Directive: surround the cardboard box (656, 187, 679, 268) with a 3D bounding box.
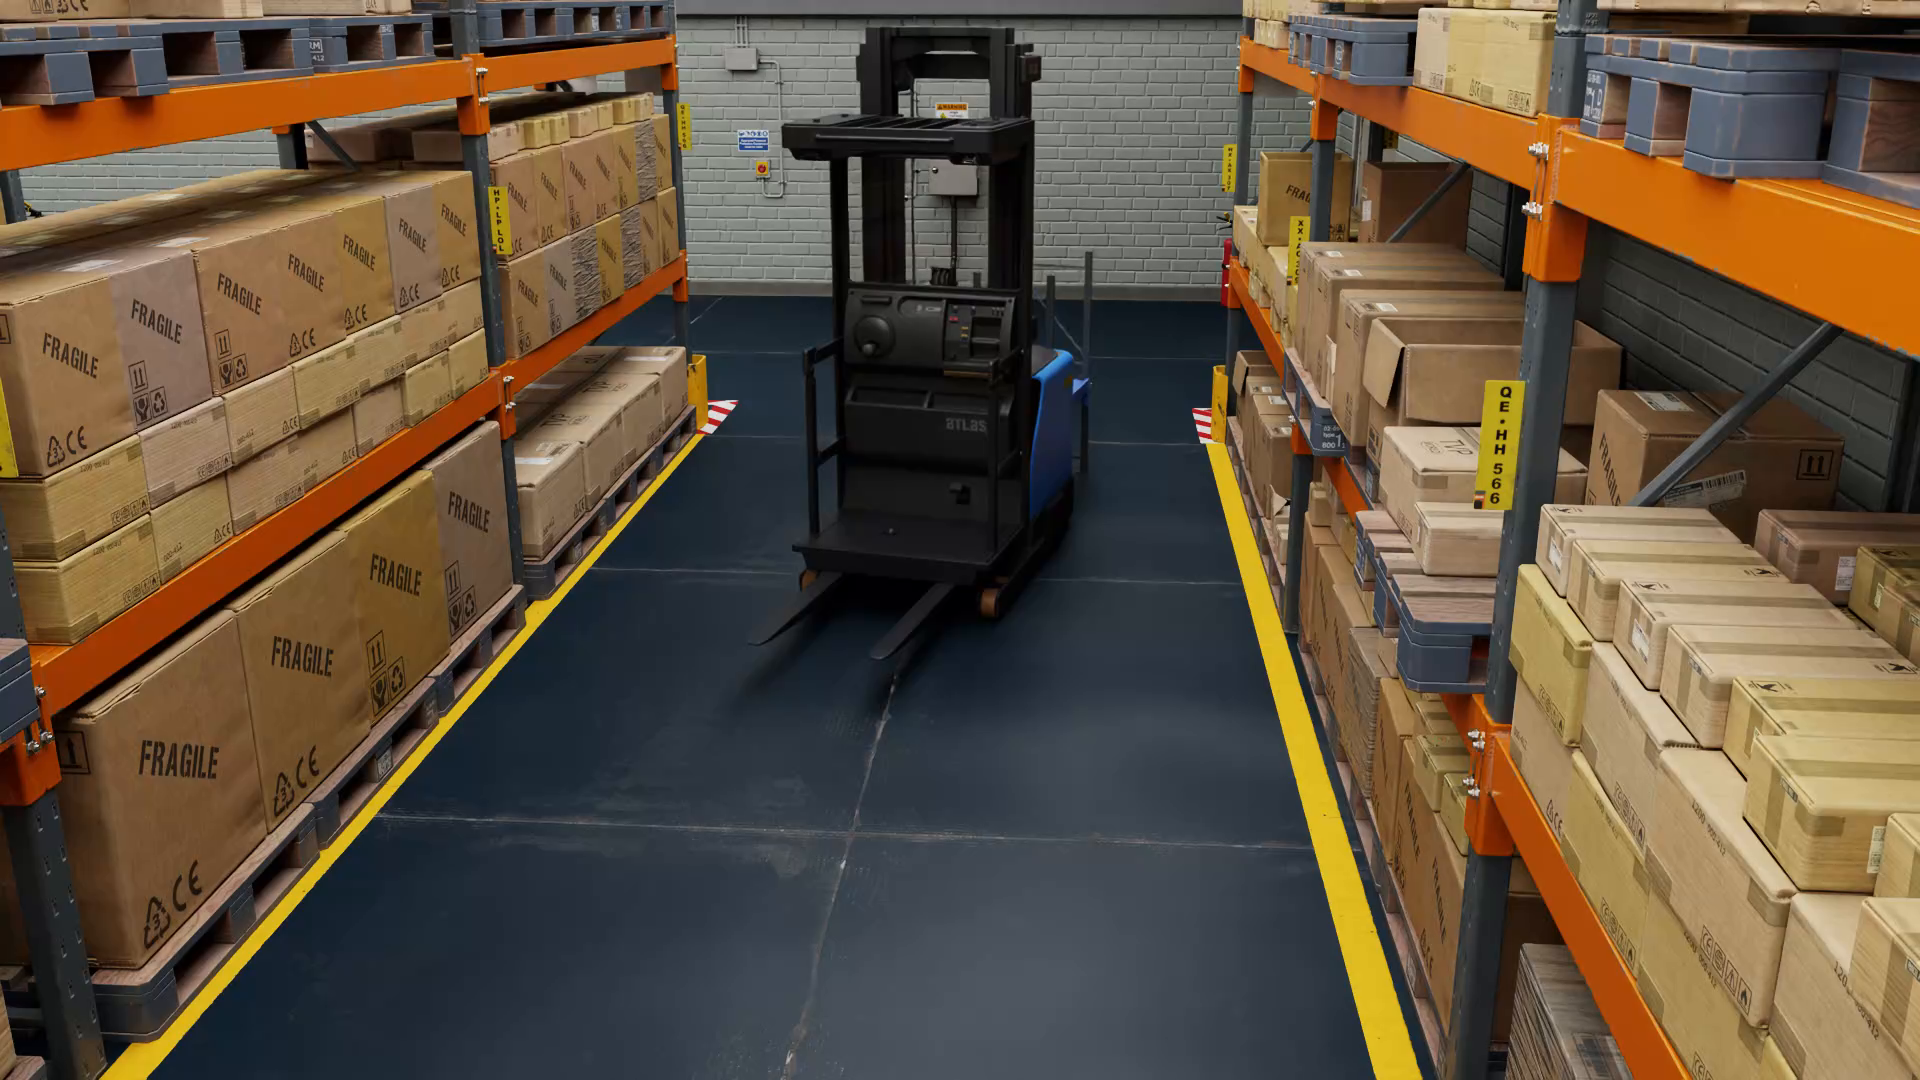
[{"bbox_3d":[-2.282,-2.194,11.642,0.500,0.500,0.500,1,18,4],"label":"cardboard box"}]

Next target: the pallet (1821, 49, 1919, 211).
[{"bbox_3d":[1.830,-0.484,2.069,1.003,0.211,1.213,2,18,6],"label":"pallet"}]

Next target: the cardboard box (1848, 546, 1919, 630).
[{"bbox_3d":[2.138,0.125,3.521,0.380,0.149,0.250,2,18,5],"label":"cardboard box"}]

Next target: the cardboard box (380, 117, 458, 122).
[{"bbox_3d":[-2.938,-2.230,9.103,0.380,0.149,0.250,1,18,3],"label":"cardboard box"}]

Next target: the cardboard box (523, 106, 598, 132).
[{"bbox_3d":[-2.411,-2.539,10.046,0.380,0.149,0.250,2,18,6],"label":"cardboard box"}]

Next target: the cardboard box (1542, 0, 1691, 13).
[{"bbox_3d":[1.652,-1.368,4.063,0.380,0.149,0.250,2,18,5],"label":"cardboard box"}]

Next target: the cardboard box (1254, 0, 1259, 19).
[{"bbox_3d":[2.120,-3.398,10.423,0.500,0.250,0.500,2,18,5],"label":"cardboard box"}]

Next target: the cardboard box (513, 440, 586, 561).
[{"bbox_3d":[-2.646,-0.235,9.263,0.875,0.438,0.875,1,18,3],"label":"cardboard box"}]

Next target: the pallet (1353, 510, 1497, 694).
[{"bbox_3d":[1.845,0.171,4.893,1.213,0.211,1.003,1,18,4],"label":"pallet"}]

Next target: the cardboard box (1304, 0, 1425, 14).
[{"bbox_3d":[1.938,-2.602,7.992,0.500,0.250,0.500,1,18,4],"label":"cardboard box"}]

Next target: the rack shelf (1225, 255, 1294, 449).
[{"bbox_3d":[2.297,-1.230,10.015,1.077,0.370,4.000,1,18,4],"label":"rack shelf"}]

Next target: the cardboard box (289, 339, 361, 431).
[{"bbox_3d":[-2.666,-0.608,6.401,0.500,0.250,0.500,2,18,5],"label":"cardboard box"}]

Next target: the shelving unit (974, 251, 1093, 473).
[{"bbox_3d":[0.475,-1.041,10.692,0.538,1.500,1.048,5,19,16],"label":"shelving unit"}]

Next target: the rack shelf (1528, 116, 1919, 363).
[{"bbox_3d":[1.723,-0.171,1.965,1.077,0.370,4.000,1,18,4],"label":"rack shelf"}]

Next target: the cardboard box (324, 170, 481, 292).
[{"bbox_3d":[-2.580,-1.439,7.730,0.500,0.500,0.500,2,18,6],"label":"cardboard box"}]

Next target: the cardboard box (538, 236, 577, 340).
[{"bbox_3d":[-2.463,-1.404,9.230,0.500,0.500,0.500,1,18,4],"label":"cardboard box"}]

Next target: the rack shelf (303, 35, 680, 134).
[{"bbox_3d":[-2.655,-2.765,9.882,1.077,0.370,4.000,1,18,4],"label":"rack shelf"}]

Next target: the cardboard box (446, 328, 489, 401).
[{"bbox_3d":[-2.579,-0.844,7.923,0.500,0.250,0.500,1,18,3],"label":"cardboard box"}]

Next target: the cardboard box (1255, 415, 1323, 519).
[{"bbox_3d":[2.127,-0.430,9.758,0.700,0.500,0.500,1,18,2],"label":"cardboard box"}]

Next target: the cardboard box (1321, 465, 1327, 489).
[{"bbox_3d":[1.923,-0.305,7.858,0.380,0.149,0.250,1,18,3],"label":"cardboard box"}]

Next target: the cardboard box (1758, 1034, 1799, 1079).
[{"bbox_3d":[1.481,0.973,2.379,0.500,0.250,0.500,2,18,6],"label":"cardboard box"}]

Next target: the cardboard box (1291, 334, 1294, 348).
[{"bbox_3d":[1.921,-1.017,8.614,0.380,0.149,0.250,2,18,5],"label":"cardboard box"}]

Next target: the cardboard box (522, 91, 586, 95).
[{"bbox_3d":[-2.813,-3.029,11.543,0.380,0.149,0.250,2,18,5],"label":"cardboard box"}]

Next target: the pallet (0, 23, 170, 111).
[{"bbox_3d":[-3.091,-1.355,4.727,1.213,0.211,1.003,2,18,6],"label":"pallet"}]

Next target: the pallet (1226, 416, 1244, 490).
[{"bbox_3d":[2.378,-0.597,11.405,1.003,0.211,1.213,1,18,4],"label":"pallet"}]

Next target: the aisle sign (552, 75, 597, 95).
[{"bbox_3d":[-2.795,-3.567,11.816,0.394,0.787,0.004,1,18,4],"label":"aisle sign"}]

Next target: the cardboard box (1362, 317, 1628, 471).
[{"bbox_3d":[1.799,-0.468,5.694,0.797,0.503,0.637,1,18,3],"label":"cardboard box"}]

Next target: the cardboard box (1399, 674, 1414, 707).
[{"bbox_3d":[1.782,0.488,5.915,0.380,0.149,0.250,1,18,3],"label":"cardboard box"}]

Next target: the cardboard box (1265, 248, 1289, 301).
[{"bbox_3d":[2.016,-1.495,9.431,0.500,0.250,0.500,1,18,4],"label":"cardboard box"}]

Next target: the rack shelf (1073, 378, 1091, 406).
[{"bbox_3d":[0.475,-0.870,10.748,0.538,0.185,1.000,5,19,16],"label":"rack shelf"}]

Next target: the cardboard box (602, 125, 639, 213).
[{"bbox_3d":[-2.355,-2.354,10.523,0.500,0.500,0.500,1,18,4],"label":"cardboard box"}]

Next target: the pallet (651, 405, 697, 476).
[{"bbox_3d":[-2.491,-0.727,11.804,1.003,0.211,1.213,1,18,4],"label":"pallet"}]

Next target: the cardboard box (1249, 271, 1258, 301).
[{"bbox_3d":[2.001,-1.579,10.327,0.380,0.149,0.250,1,18,2],"label":"cardboard box"}]

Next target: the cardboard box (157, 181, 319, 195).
[{"bbox_3d":[-3.125,-1.294,7.289,0.500,0.500,0.500,1,18,4],"label":"cardboard box"}]

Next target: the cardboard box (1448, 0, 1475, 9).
[{"bbox_3d":[1.770,-1.767,5.280,0.380,0.149,0.250,2,18,6],"label":"cardboard box"}]

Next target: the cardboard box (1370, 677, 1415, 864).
[{"bbox_3d":[1.764,0.826,5.925,0.500,0.500,0.500,2,18,6],"label":"cardboard box"}]

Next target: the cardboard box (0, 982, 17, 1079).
[{"bbox_3d":[-3.135,1.406,4.359,0.950,0.372,0.625,0,18,0],"label":"cardboard box"}]

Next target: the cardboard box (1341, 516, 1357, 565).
[{"bbox_3d":[1.912,0.003,7.396,0.380,0.149,0.250,0,18,1],"label":"cardboard box"}]

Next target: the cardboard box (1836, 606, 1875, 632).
[{"bbox_3d":[2.111,0.271,3.717,0.500,0.250,0.500,2,18,5],"label":"cardboard box"}]

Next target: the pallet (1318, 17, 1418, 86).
[{"bbox_3d":[1.965,-1.764,5.973,1.213,0.211,1.003,1,18,4],"label":"pallet"}]

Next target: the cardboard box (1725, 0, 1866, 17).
[{"bbox_3d":[1.635,-1.050,2.497,0.700,0.500,0.500,1,18,3],"label":"cardboard box"}]

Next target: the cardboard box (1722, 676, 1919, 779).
[{"bbox_3d":[1.545,0.352,2.830,0.380,0.149,0.250,1,18,5],"label":"cardboard box"}]

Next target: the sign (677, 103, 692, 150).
[{"bbox_3d":[-1.971,-2.949,11.866,0.100,0.325,0.005,1,18,4],"label":"sign"}]

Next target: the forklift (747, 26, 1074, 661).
[{"bbox_3d":[-0.227,-1.120,8.633,1.130,2.935,3.031,5,19,16],"label":"forklift"}]

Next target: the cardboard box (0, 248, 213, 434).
[{"bbox_3d":[-2.780,-0.643,5.301,0.500,0.500,0.500,1,18,4],"label":"cardboard box"}]

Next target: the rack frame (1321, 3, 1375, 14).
[{"bbox_3d":[2.153,-3.802,7.073,1.000,3.000,0.127,1,18,4],"label":"rack frame"}]

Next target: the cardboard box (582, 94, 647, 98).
[{"bbox_3d":[-2.331,-2.938,11.265,0.380,0.149,0.250,2,18,5],"label":"cardboard box"}]

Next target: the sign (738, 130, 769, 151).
[{"bbox_3d":[-2.174,-4.203,17.499,0.327,0.218,0.001,1,18,4],"label":"sign"}]

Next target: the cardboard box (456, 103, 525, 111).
[{"bbox_3d":[-2.921,-2.627,10.315,0.380,0.149,0.250,1,18,4],"label":"cardboard box"}]

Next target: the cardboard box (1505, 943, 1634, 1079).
[{"bbox_3d":[1.808,1.414,3.930,0.875,0.625,0.625,2,18,6],"label":"cardboard box"}]

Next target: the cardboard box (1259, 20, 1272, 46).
[{"bbox_3d":[2.025,-3.087,10.114,0.380,0.149,0.250,1,18,4],"label":"cardboard box"}]

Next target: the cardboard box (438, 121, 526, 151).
[{"bbox_3d":[-2.538,-2.144,8.840,0.380,0.149,0.250,1,18,3],"label":"cardboard box"}]

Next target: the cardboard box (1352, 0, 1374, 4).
[{"bbox_3d":[1.637,-2.024,6.034,0.380,0.149,0.250,2,18,5],"label":"cardboard box"}]

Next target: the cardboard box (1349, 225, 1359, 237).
[{"bbox_3d":[2.593,-1.801,10.364,0.500,0.250,0.500,2,18,6],"label":"cardboard box"}]

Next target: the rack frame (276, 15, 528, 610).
[{"bbox_3d":[-2.798,-1.060,8.342,1.000,3.000,0.127,1,18,4],"label":"rack frame"}]

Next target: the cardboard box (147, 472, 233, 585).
[{"bbox_3d":[-2.780,-0.053,5.508,0.500,0.250,0.500,1,18,2],"label":"cardboard box"}]
